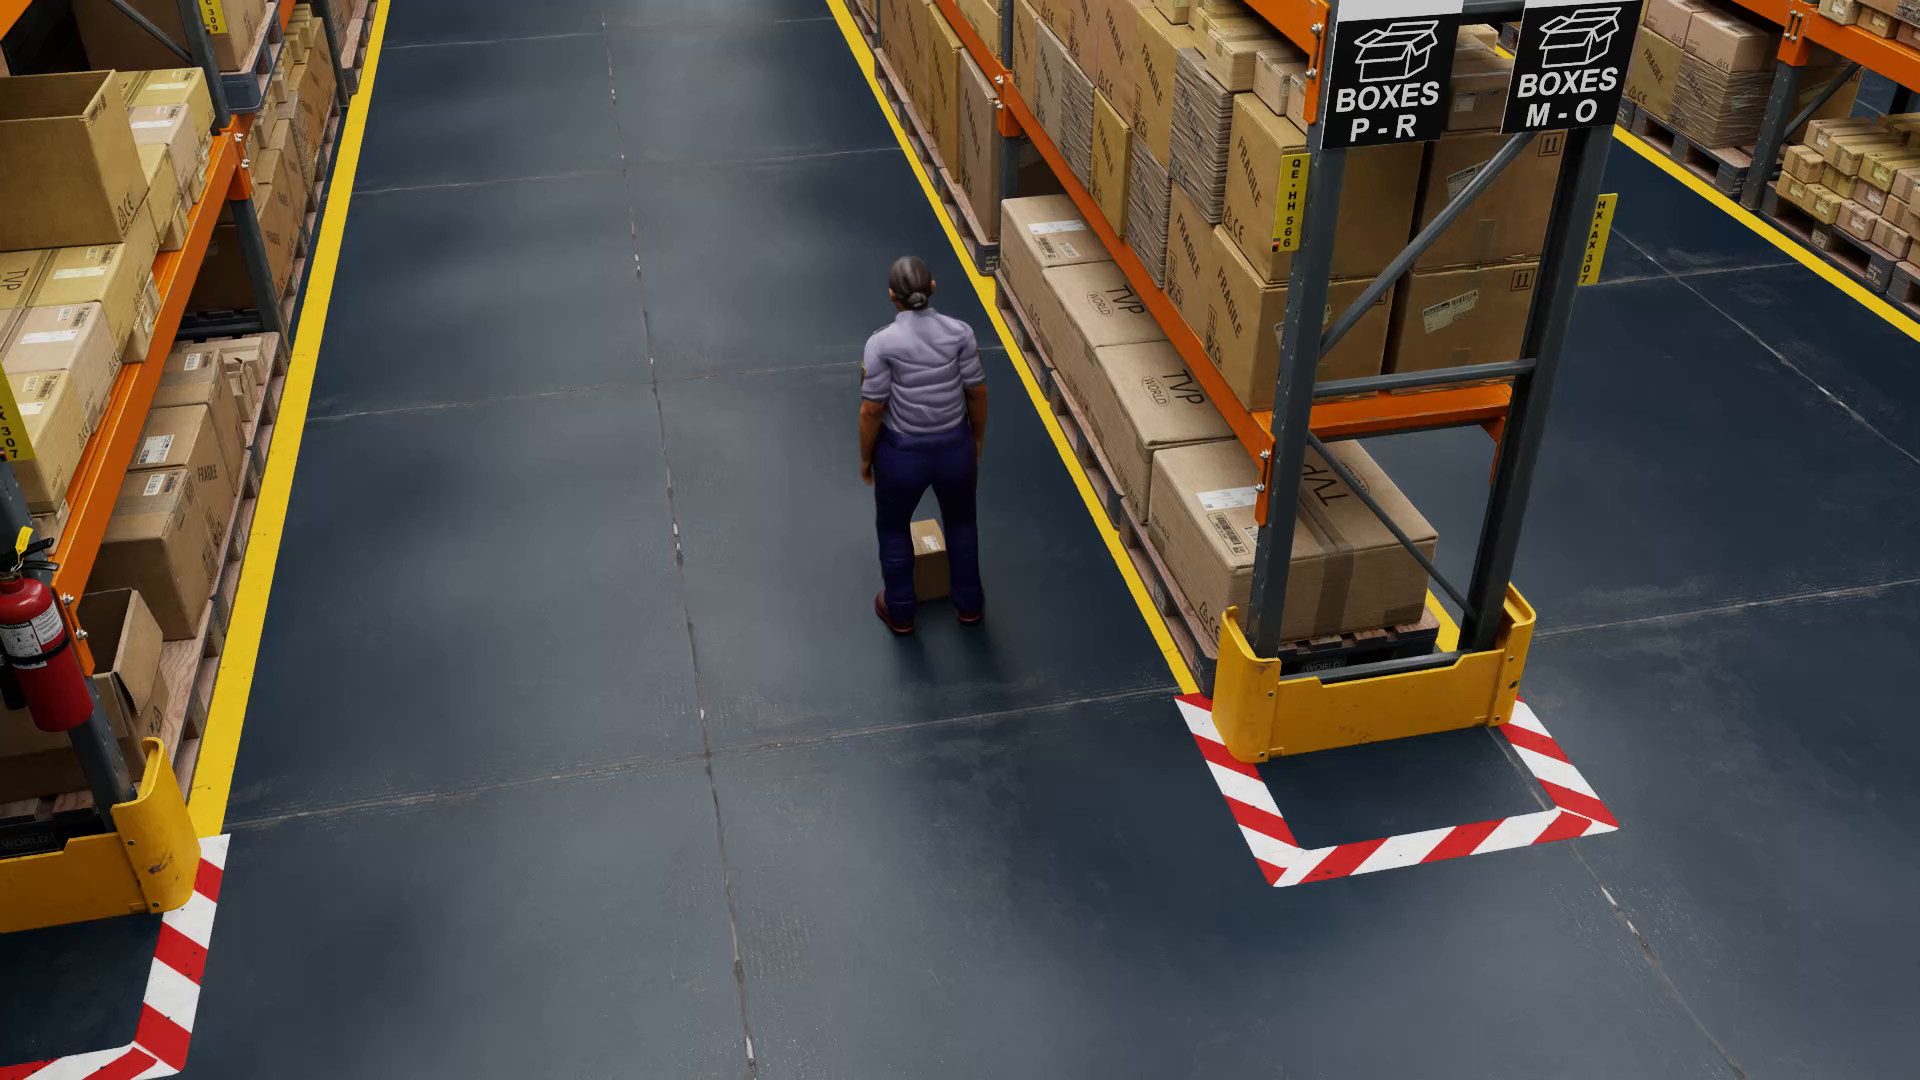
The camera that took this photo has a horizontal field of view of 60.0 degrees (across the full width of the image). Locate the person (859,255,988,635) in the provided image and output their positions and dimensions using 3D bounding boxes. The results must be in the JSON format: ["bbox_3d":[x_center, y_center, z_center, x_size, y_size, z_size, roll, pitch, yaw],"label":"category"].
[{"bbox_3d":[-0.138,-0.351,6.661,0.549,1.650,0.374,-9,36,-13],"label":"person"}]
